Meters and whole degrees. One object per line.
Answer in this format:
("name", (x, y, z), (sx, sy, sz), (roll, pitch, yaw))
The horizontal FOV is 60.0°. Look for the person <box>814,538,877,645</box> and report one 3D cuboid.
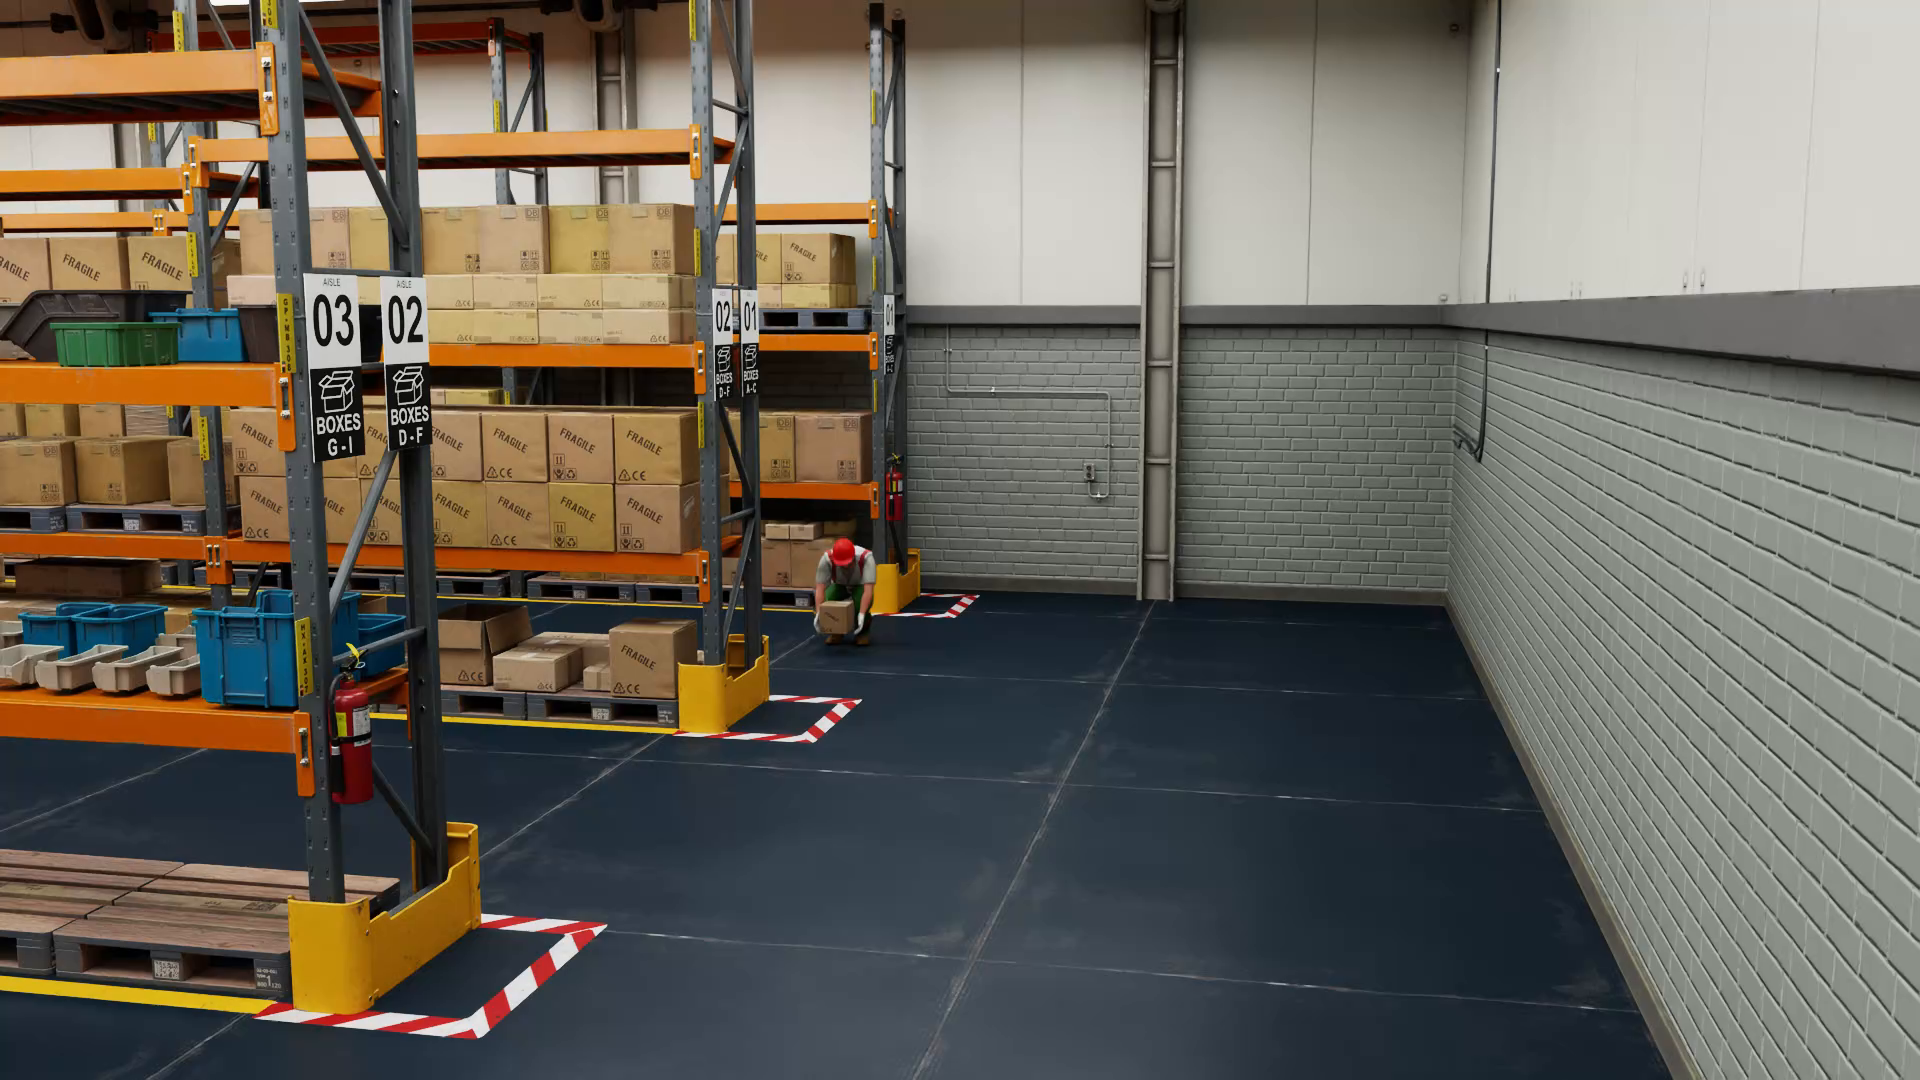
("person", (-1.013, 0.456, 15.174), (0.577, 1.040, 0.868), (2, 8, 11))
